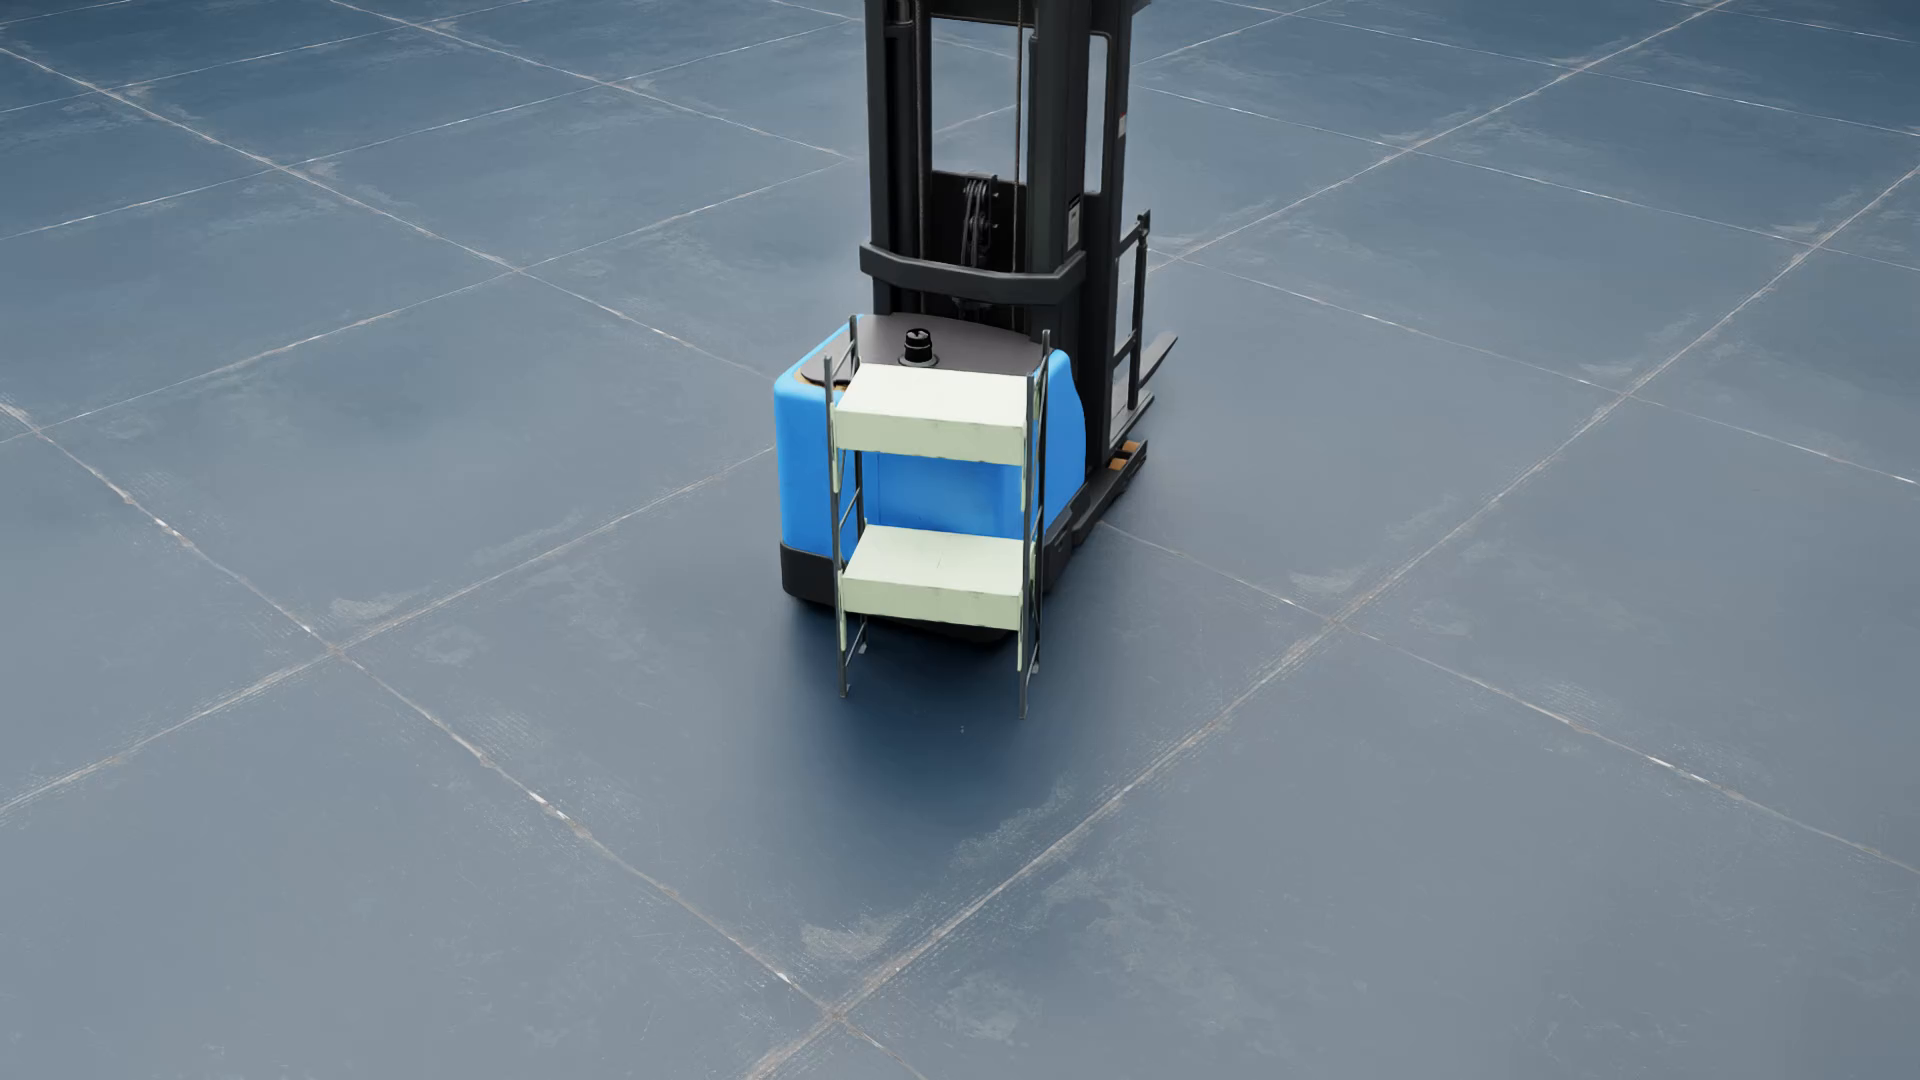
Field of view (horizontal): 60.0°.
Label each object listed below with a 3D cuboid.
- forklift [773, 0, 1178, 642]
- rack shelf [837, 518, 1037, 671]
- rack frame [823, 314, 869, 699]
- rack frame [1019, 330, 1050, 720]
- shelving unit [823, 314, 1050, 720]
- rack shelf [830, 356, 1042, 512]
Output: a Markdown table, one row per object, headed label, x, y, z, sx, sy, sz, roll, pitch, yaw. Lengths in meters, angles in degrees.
| label | x | y | z | sx | sy | sz | roll | pitch | yaw |
| --- | --- | --- | --- | --- | --- | --- | --- | --- | --- |
| forklift | 0.285 | -1.573 | 7.522 | 1.130 | 2.935 | 3.031 | 13 | 33 | 20 |
| rack shelf | -0.077 | 0.210 | 6.577 | 0.720 | 0.370 | 0.431 | 6 | 32 | 10 |
| rack frame | -0.436 | -0.105 | 6.468 | 0.023 | 1.500 | 0.400 | 6 | 32 | 10 |
| rack frame | 0.282 | -0.032 | 6.347 | 0.023 | 1.500 | 0.400 | 6 | 32 | 10 |
| shelving unit | -0.077 | -0.068 | 6.407 | 0.755 | 1.500 | 0.431 | 6 | 32 | 10 |
| rack shelf | -0.077 | -0.402 | 6.205 | 0.720 | 0.370 | 0.431 | 6 | 32 | 10 |
